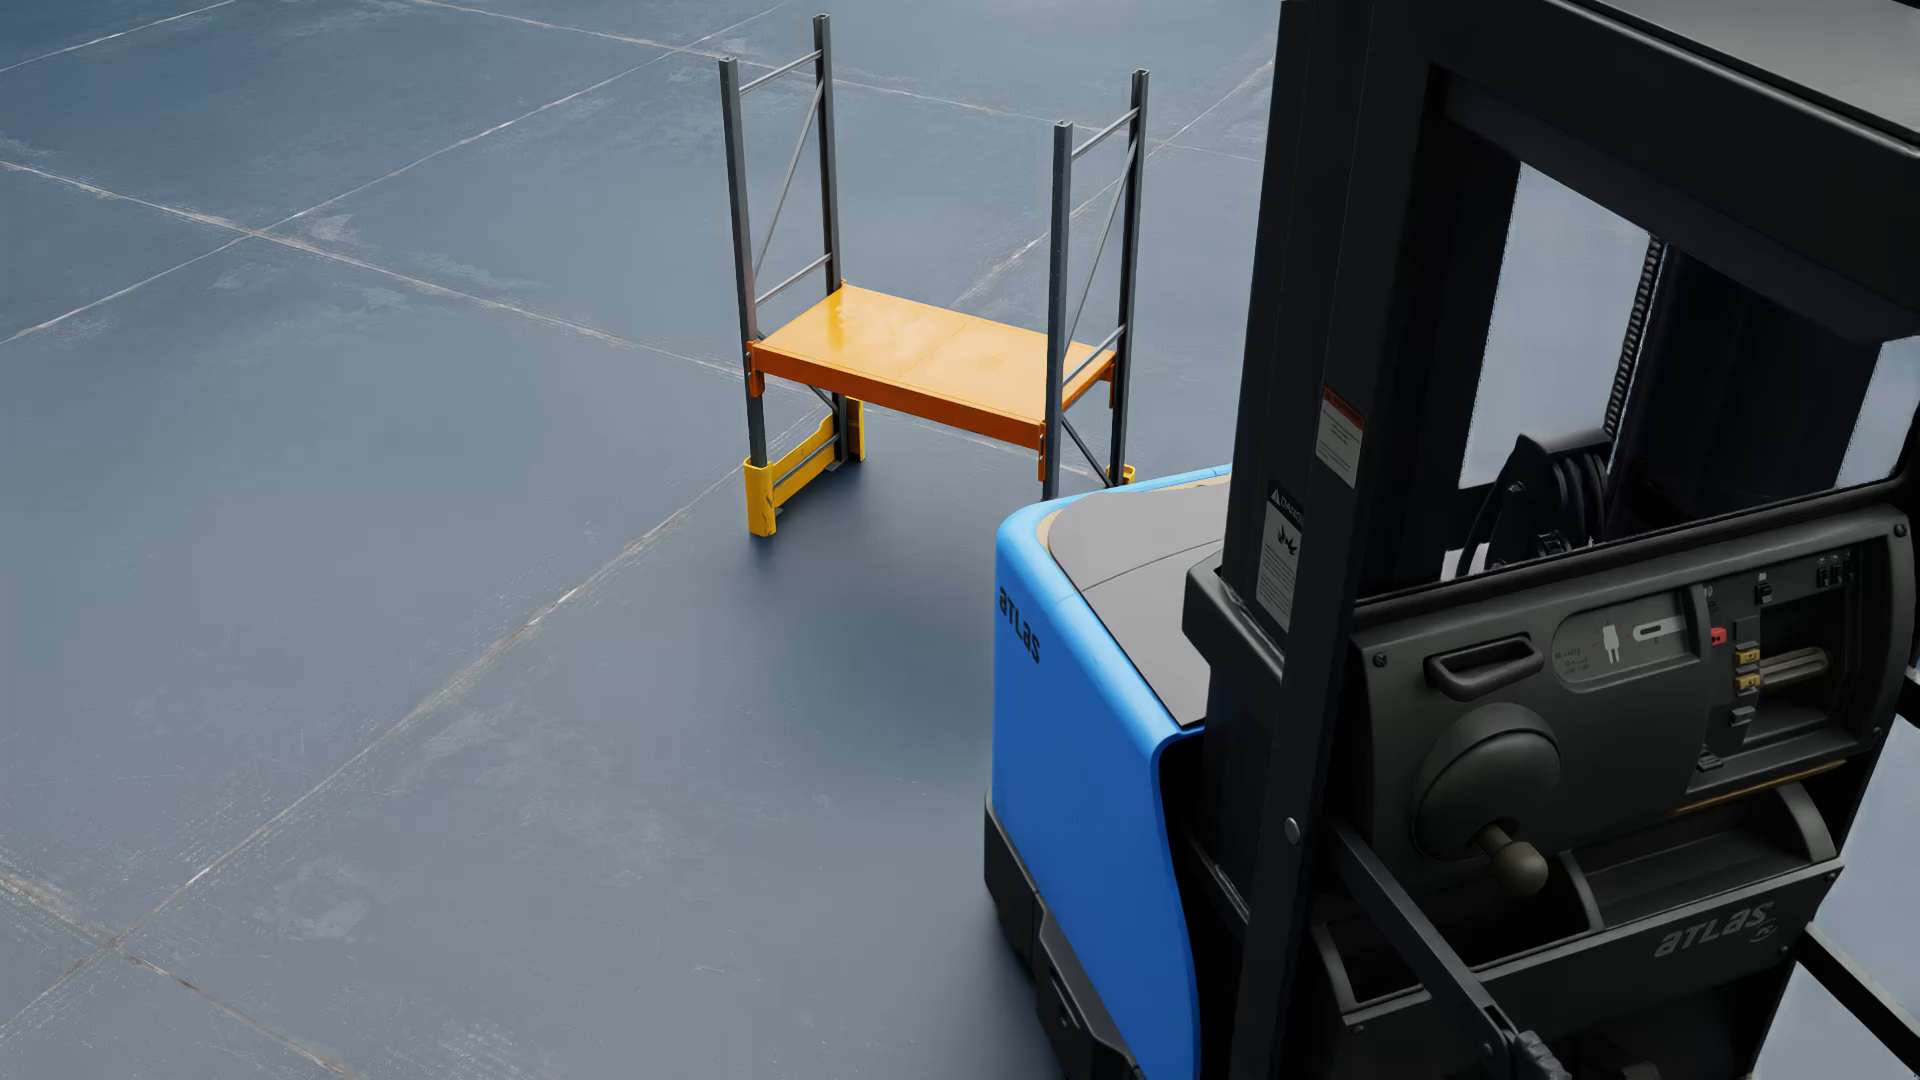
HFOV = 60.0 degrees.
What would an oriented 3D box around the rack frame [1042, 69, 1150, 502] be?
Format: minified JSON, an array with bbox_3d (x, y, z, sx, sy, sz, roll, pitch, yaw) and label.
[{"bbox_3d":[0.367,-0.508,4.660,0.032,1.500,0.500,18,37,24],"label":"rack frame"}]

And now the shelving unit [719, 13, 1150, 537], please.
[{"bbox_3d":[-0.066,-0.645,4.866,1.083,1.500,0.587,18,37,24],"label":"shelving unit"}]

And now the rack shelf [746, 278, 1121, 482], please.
[{"bbox_3d":[-0.074,-0.498,4.969,1.000,0.185,0.538,18,37,24],"label":"rack shelf"}]

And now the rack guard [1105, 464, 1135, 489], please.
[{"bbox_3d":[0.366,0.012,5.007,0.087,0.250,0.587,18,37,24],"label":"rack guard"}]

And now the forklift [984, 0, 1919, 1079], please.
[{"bbox_3d":[1.047,0.282,2.182,1.130,2.935,3.031,-12,35,-17],"label":"forklift"}]

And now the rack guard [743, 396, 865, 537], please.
[{"bbox_3d":[-0.499,-0.262,5.418,0.087,0.250,0.587,18,37,24],"label":"rack guard"}]

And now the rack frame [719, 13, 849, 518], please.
[{"bbox_3d":[-0.515,-0.788,5.079,0.032,1.500,0.500,18,37,24],"label":"rack frame"}]
